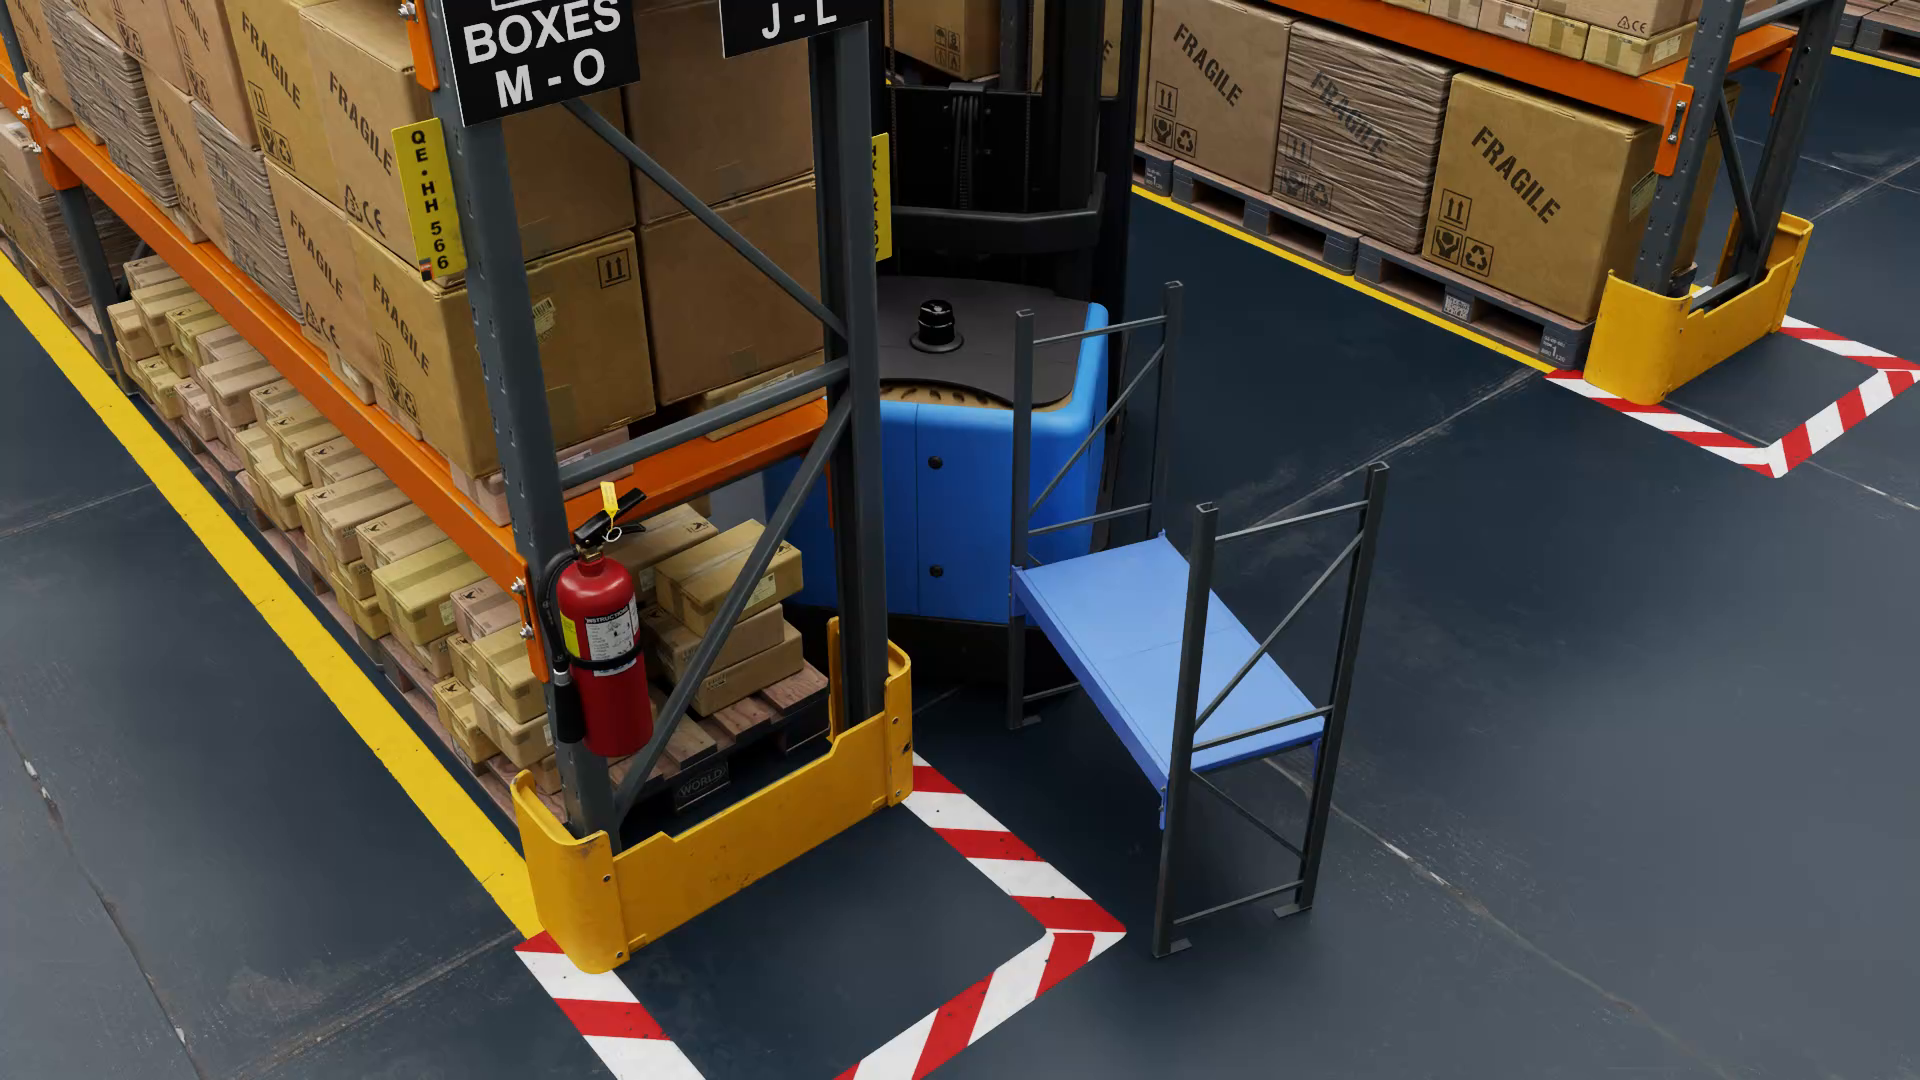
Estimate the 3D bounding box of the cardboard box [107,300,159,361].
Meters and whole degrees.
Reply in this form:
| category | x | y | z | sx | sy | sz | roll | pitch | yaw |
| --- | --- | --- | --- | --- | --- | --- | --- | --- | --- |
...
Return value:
| category | x | y | z | sx | sy | sz | roll | pitch | yaw |
| --- | --- | --- | --- | --- | --- | --- | --- | --- | --- |
| cardboard box | -3.218 | -0.892 | 6.760 | 0.380 | 0.149 | 0.250 | -24 | 42 | -30 |

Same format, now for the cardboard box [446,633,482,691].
| category | x | y | z | sx | sy | sz | roll | pitch | yaw |
| --- | --- | --- | --- | --- | --- | --- | --- | --- | --- |
| cardboard box | -1.312 | 0.333 | 5.031 | 0.380 | 0.149 | 0.250 | -27 | 43 | -33 |

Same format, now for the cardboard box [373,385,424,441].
| category | x | y | z | sx | sy | sz | roll | pitch | yaw |
| --- | --- | --- | --- | --- | --- | --- | --- | --- | --- |
| cardboard box | -1.358 | -0.441 | 4.495 | 0.380 | 0.149 | 0.250 | -26 | 43 | -32 |

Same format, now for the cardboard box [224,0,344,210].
| category | x | y | z | sx | sy | sz | roll | pitch | yaw |
| --- | --- | --- | --- | --- | --- | --- | --- | --- | --- |
| cardboard box | -1.438 | -1.179 | 4.111 | 0.500 | 0.500 | 0.500 | -28 | 44 | -33 |

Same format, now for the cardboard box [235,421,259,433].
| category | x | y | z | sx | sy | sz | roll | pitch | yaw |
| --- | --- | --- | --- | --- | --- | --- | --- | --- | --- |
| cardboard box | -2.470 | -0.469 | 6.163 | 0.380 | 0.149 | 0.250 | -24 | 42 | -30 |

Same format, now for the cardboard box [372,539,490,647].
| category | x | y | z | sx | sy | sz | roll | pitch | yaw |
| --- | --- | --- | --- | --- | --- | --- | --- | --- | --- |
| cardboard box | -1.544 | 0.135 | 5.053 | 0.380 | 0.149 | 0.250 | -27 | 43 | -33 |

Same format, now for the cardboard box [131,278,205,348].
| category | x | y | z | sx | sy | sz | roll | pitch | yaw |
| --- | --- | --- | --- | --- | --- | --- | --- | --- | --- |
| cardboard box | -3.011 | -0.920 | 6.542 | 0.380 | 0.149 | 0.250 | -24 | 42 | -30 |

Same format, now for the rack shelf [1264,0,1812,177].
| category | x | y | z | sx | sy | sz | roll | pitch | yaw |
| --- | --- | --- | --- | --- | --- | --- | --- | --- | --- |
| rack shelf | 1.937 | -2.671 | 8.048 | 1.077 | 0.370 | 4.000 | -26 | 43 | -32 |

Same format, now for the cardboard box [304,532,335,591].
| category | x | y | z | sx | sy | sz | roll | pitch | yaw |
| --- | --- | --- | --- | --- | --- | --- | --- | --- | --- |
| cardboard box | -2.016 | 0.015 | 5.736 | 0.380 | 0.149 | 0.250 | -25 | 42 | -31 |

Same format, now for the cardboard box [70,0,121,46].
| category | x | y | z | sx | sy | sz | roll | pitch | yaw |
| --- | --- | --- | --- | --- | --- | --- | --- | --- | --- |
| cardboard box | -2.455 | -1.865 | 5.079 | 0.500 | 0.500 | 0.500 | -25 | 42 | -31 |

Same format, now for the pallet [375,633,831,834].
| category | x | y | z | sx | sy | sz | roll | pitch | yaw |
| --- | --- | --- | --- | --- | --- | --- | --- | --- | --- |
| pallet | -1.172 | 0.456 | 5.423 | 1.003 | 0.211 | 1.213 | -26 | 43 | -32 |

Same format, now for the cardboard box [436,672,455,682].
| category | x | y | z | sx | sy | sz | roll | pitch | yaw |
| --- | --- | --- | --- | --- | --- | --- | --- | --- | --- |
| cardboard box | -1.473 | 0.337 | 5.282 | 0.380 | 0.149 | 0.250 | -26 | 43 | -32 |

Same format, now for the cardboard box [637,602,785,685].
| category | x | y | z | sx | sy | sz | roll | pitch | yaw |
| --- | --- | --- | --- | --- | --- | --- | --- | --- | --- |
| cardboard box | -0.768 | 0.268 | 5.123 | 0.380 | 0.149 | 0.250 | -24 | 42 | -30 |

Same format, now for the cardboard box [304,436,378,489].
| category | x | y | z | sx | sy | sz | roll | pitch | yaw |
| --- | --- | --- | --- | --- | --- | --- | --- | --- | --- |
| cardboard box | -1.964 | -0.259 | 5.609 | 0.380 | 0.149 | 0.250 | -28 | 44 | -33 |

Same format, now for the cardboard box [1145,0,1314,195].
| category | x | y | z | sx | sy | sz | roll | pitch | yaw |
| --- | --- | --- | --- | --- | --- | --- | --- | --- | --- |
| cardboard box | 1.592 | -2.433 | 8.565 | 0.875 | 0.875 | 0.875 | -26 | 43 | -32 |

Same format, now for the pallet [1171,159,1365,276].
| category | x | y | z | sx | sy | sz | roll | pitch | yaw |
| --- | --- | --- | --- | --- | --- | --- | --- | --- | --- |
| pallet | 1.869 | -1.806 | 8.617 | 1.003 | 0.211 | 1.213 | -26 | 43 | -32 |

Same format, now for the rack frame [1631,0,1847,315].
| category | x | y | z | sx | sy | sz | roll | pitch | yaw |
| --- | --- | --- | --- | --- | --- | --- | --- | --- | --- |
| rack frame | 3.228 | -2.081 | 6.594 | 1.000 | 3.000 | 0.127 | -26 | 43 | -32 |

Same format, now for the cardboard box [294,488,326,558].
| category | x | y | z | sx | sy | sz | roll | pitch | yaw |
| --- | --- | --- | --- | --- | --- | --- | --- | --- | --- |
| cardboard box | -2.017 | -0.105 | 5.648 | 0.380 | 0.149 | 0.250 | -24 | 42 | -30 |

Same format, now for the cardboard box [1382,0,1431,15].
| category | x | y | z | sx | sy | sz | roll | pitch | yaw |
| --- | --- | --- | --- | --- | --- | --- | --- | --- | --- |
| cardboard box | 2.087 | -2.464 | 7.351 | 0.380 | 0.149 | 0.250 | -27 | 43 | -33 |

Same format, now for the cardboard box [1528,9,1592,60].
| category | x | y | z | sx | sy | sz | roll | pitch | yaw |
| --- | --- | --- | --- | --- | --- | --- | --- | --- | --- |
| cardboard box | 2.578 | -2.127 | 6.876 | 0.380 | 0.149 | 0.250 | -26 | 43 | -31 |

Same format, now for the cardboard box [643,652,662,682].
| category | x | y | z | sx | sy | sz | roll | pitch | yaw |
| --- | --- | --- | --- | --- | --- | --- | --- | --- | --- |
| cardboard box | -0.951 | 0.280 | 5.362 | 0.380 | 0.149 | 0.250 | -26 | 43 | -32 |

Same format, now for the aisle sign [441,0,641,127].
| category | x | y | z | sx | sy | sz | roll | pitch | yaw |
| --- | --- | --- | --- | --- | --- | --- | --- | --- | --- |
| aisle sign | -0.808 | -1.193 | 3.090 | 0.394 | 0.787 | 0.004 | -26 | 43 | -32 |

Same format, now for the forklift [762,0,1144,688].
| category | x | y | z | sx | sy | sz | roll | pitch | yaw |
| --- | --- | --- | --- | --- | --- | --- | --- | --- | --- |
| forklift | 0.095 | -1.555 | 5.910 | 1.130 | 2.935 | 3.031 | 5 | 36 | 7 |

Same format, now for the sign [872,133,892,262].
| category | x | y | z | sx | sy | sz | roll | pitch | yaw |
| --- | --- | --- | --- | --- | --- | --- | --- | --- | --- |
| sign | -0.212 | -0.832 | 4.080 | 0.100 | 0.325 | 0.005 | -26 | 43 | -32 |

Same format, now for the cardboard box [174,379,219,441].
| category | x | y | z | sx | sy | sz | roll | pitch | yaw |
| --- | --- | --- | --- | --- | --- | --- | --- | --- | --- |
| cardboard box | -2.846 | -0.562 | 6.551 | 0.380 | 0.149 | 0.250 | -26 | 43 | -32 |

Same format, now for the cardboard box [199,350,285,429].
| category | x | y | z | sx | sy | sz | roll | pitch | yaw |
| --- | --- | --- | --- | --- | --- | --- | --- | --- | --- |
| cardboard box | -2.522 | -0.577 | 6.058 | 0.380 | 0.149 | 0.250 | -25 | 42 | -31 |

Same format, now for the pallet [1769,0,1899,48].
| category | x | y | z | sx | sy | sz | roll | pitch | yaw |
| --- | --- | --- | --- | --- | --- | --- | --- | --- | --- |
| pallet | 5.726 | -3.708 | 11.303 | 1.003 | 0.211 | 1.213 | -26 | 43 | -32 |

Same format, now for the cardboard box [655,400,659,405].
| category | x | y | z | sx | sy | sz | roll | pitch | yaw |
| --- | --- | --- | --- | --- | --- | --- | --- | --- | --- |
| cardboard box | -0.781 | -0.536 | 4.629 | 0.380 | 0.149 | 0.250 | -24 | 42 | -30 |

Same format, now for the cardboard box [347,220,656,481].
| category | x | y | z | sx | sy | sz | roll | pitch | yaw |
| --- | --- | --- | --- | --- | --- | --- | --- | --- | --- |
| cardboard box | -1.113 | -0.541 | 4.074 | 0.500 | 0.500 | 0.500 | -25 | 42 | -31 |

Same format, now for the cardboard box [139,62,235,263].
| category | x | y | z | sx | sy | sz | roll | pitch | yaw |
| --- | --- | --- | --- | --- | --- | --- | --- | --- | --- |
| cardboard box | -2.090 | -1.214 | 5.025 | 0.500 | 0.500 | 0.500 | -24 | 42 | -30 |

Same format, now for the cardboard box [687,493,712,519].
| category | x | y | z | sx | sy | sz | roll | pitch | yaw |
| --- | --- | --- | --- | --- | --- | --- | --- | --- | --- |
| cardboard box | -1.039 | -0.121 | 5.414 | 0.380 | 0.149 | 0.250 | -26 | 43 | -32 |

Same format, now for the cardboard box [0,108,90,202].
| category | x | y | z | sx | sy | sz | roll | pitch | yaw |
| --- | --- | --- | --- | --- | --- | --- | --- | --- | --- |
| cardboard box | -3.881 | -1.734 | 7.254 | 0.500 | 0.250 | 0.500 | -27 | 44 | -33 |

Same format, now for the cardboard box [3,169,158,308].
| category | x | y | z | sx | sy | sz | roll | pitch | yaw |
| --- | --- | --- | --- | --- | --- | --- | --- | --- | --- |
| cardboard box | -3.877 | -1.426 | 7.468 | 0.500 | 0.500 | 0.500 | -27 | 43 | -33 |

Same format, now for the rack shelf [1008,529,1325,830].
| category | x | y | z | sx | sy | sz | roll | pitch | yaw |
| --- | --- | --- | --- | --- | --- | --- | --- | --- | --- |
| rack shelf | 0.580 | 0.363 | 4.752 | 0.538 | 0.185 | 1.000 | -13 | 37 | -18 |

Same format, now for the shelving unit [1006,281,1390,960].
| category | x | y | z | sx | sy | sz | roll | pitch | yaw |
| --- | --- | --- | --- | --- | --- | --- | --- | --- | --- |
| shelving unit | 0.580 | 0.216 | 4.648 | 0.538 | 1.500 | 1.048 | -13 | 37 | -18 |

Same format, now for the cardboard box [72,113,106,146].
| category | x | y | z | sx | sy | sz | roll | pitch | yaw |
| --- | --- | --- | --- | --- | --- | --- | --- | --- | --- |
| cardboard box | -3.051 | -1.606 | 6.140 | 0.380 | 0.149 | 0.250 | -25 | 42 | -31 |

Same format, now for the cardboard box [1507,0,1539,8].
| category | x | y | z | sx | sy | sz | roll | pitch | yaw |
| --- | --- | --- | --- | --- | --- | --- | --- | --- | --- |
| cardboard box | 2.386 | -2.481 | 7.030 | 0.500 | 0.250 | 0.500 | -27 | 43 | -33 |

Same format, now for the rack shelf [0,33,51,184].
| category | x | y | z | sx | sy | sz | roll | pitch | yaw |
| --- | --- | --- | --- | --- | --- | --- | --- | --- | --- |
| rack shelf | -4.498 | -2.632 | 7.993 | 1.077 | 0.370 | 4.000 | -26 | 43 | -32 |

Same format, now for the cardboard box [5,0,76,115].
| category | x | y | z | sx | sy | sz | roll | pitch | yaw |
| --- | --- | --- | --- | --- | --- | --- | --- | --- | --- |
| cardboard box | -3.080 | -1.892 | 5.982 | 0.500 | 0.500 | 0.500 | -27 | 43 | -33 |
